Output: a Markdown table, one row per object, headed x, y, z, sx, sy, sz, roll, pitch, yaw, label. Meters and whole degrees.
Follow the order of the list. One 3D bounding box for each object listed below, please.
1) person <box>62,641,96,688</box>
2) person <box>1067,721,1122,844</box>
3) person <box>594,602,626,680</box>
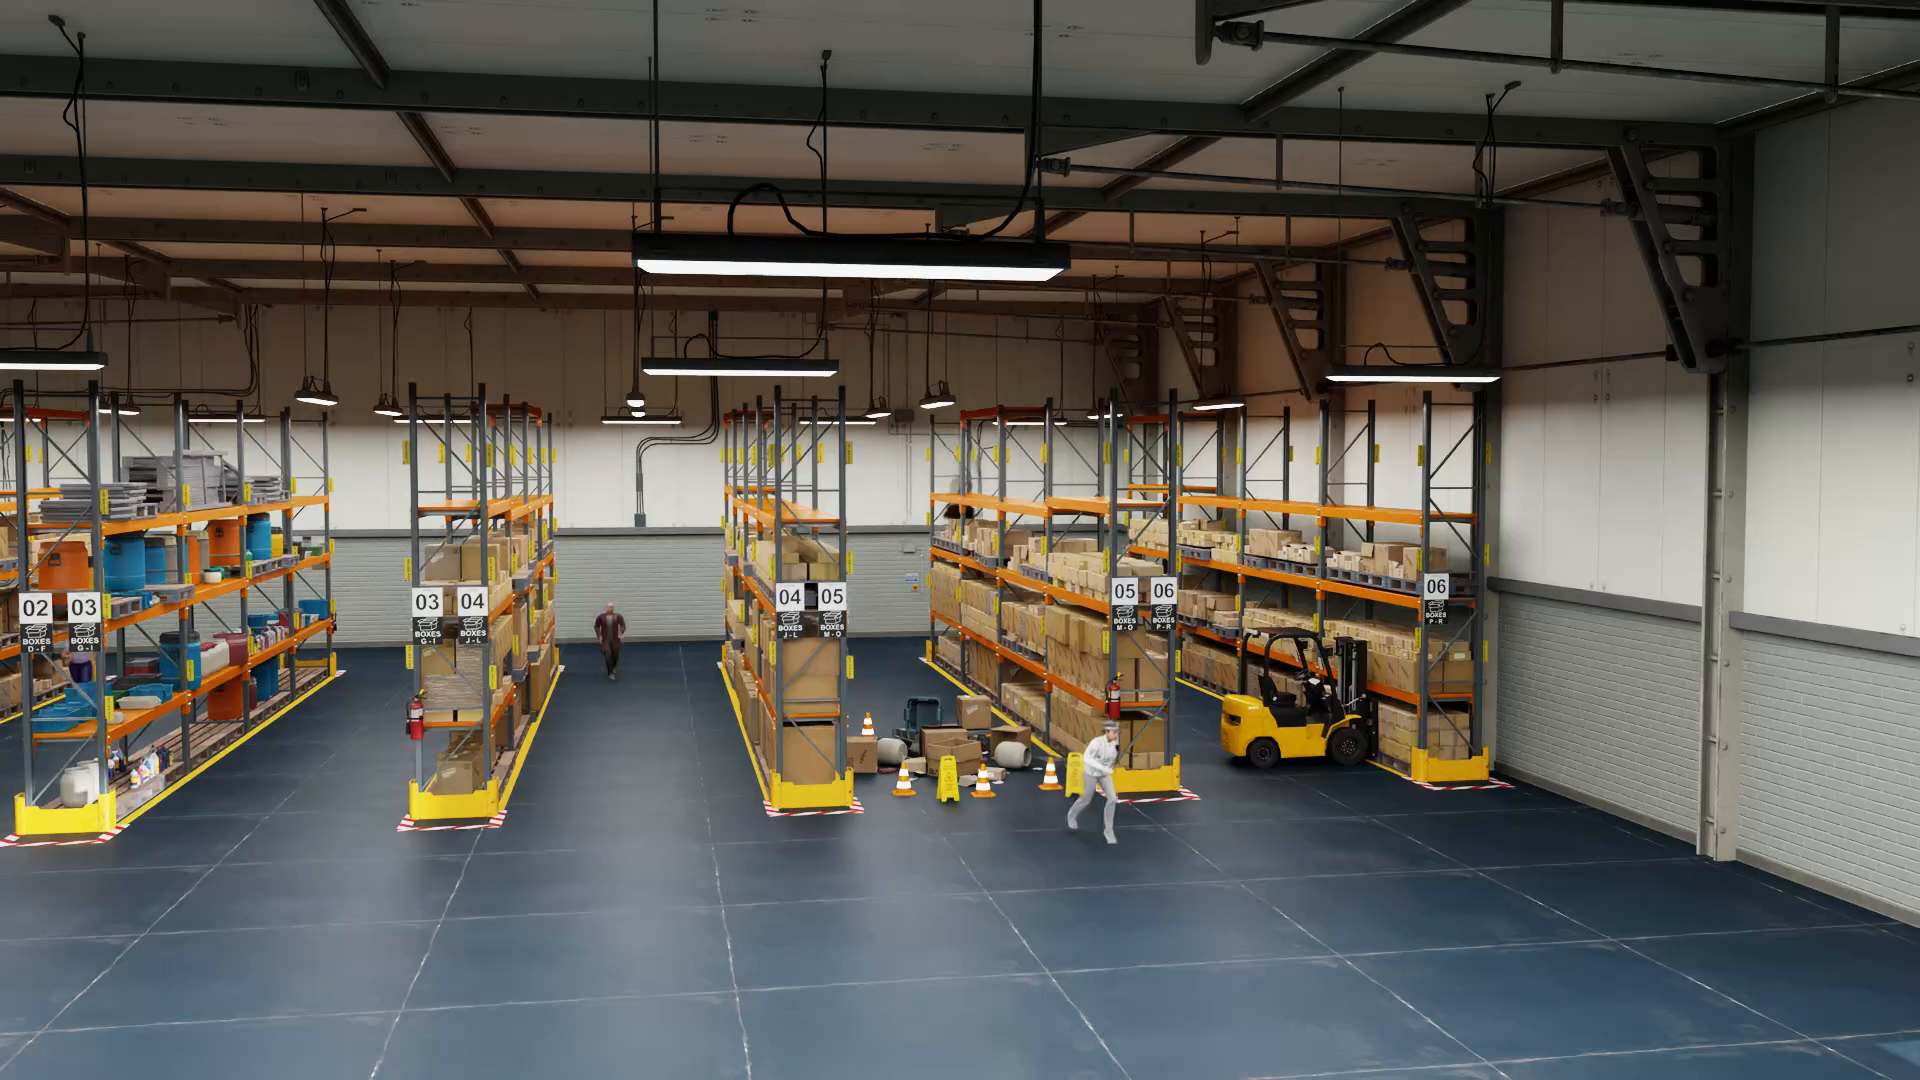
| x | y | z | sx | sy | sz | roll | pitch | yaw | label |
| --- | --- | --- | --- | --- | --- | --- | --- | --- | --- |
| -17.129 | 2.532 | 32.357 | 0.596 | 1.687 | 0.854 | -1 | 3 | -17 | person |
| 1.756 | 3.128 | 21.799 | 0.657 | 1.627 | 0.964 | -2 | 4 | -39 | person |
| -7.857 | 2.261 | 37.343 | 0.701 | 1.741 | 0.710 | -1 | 3 | -15 | person |
